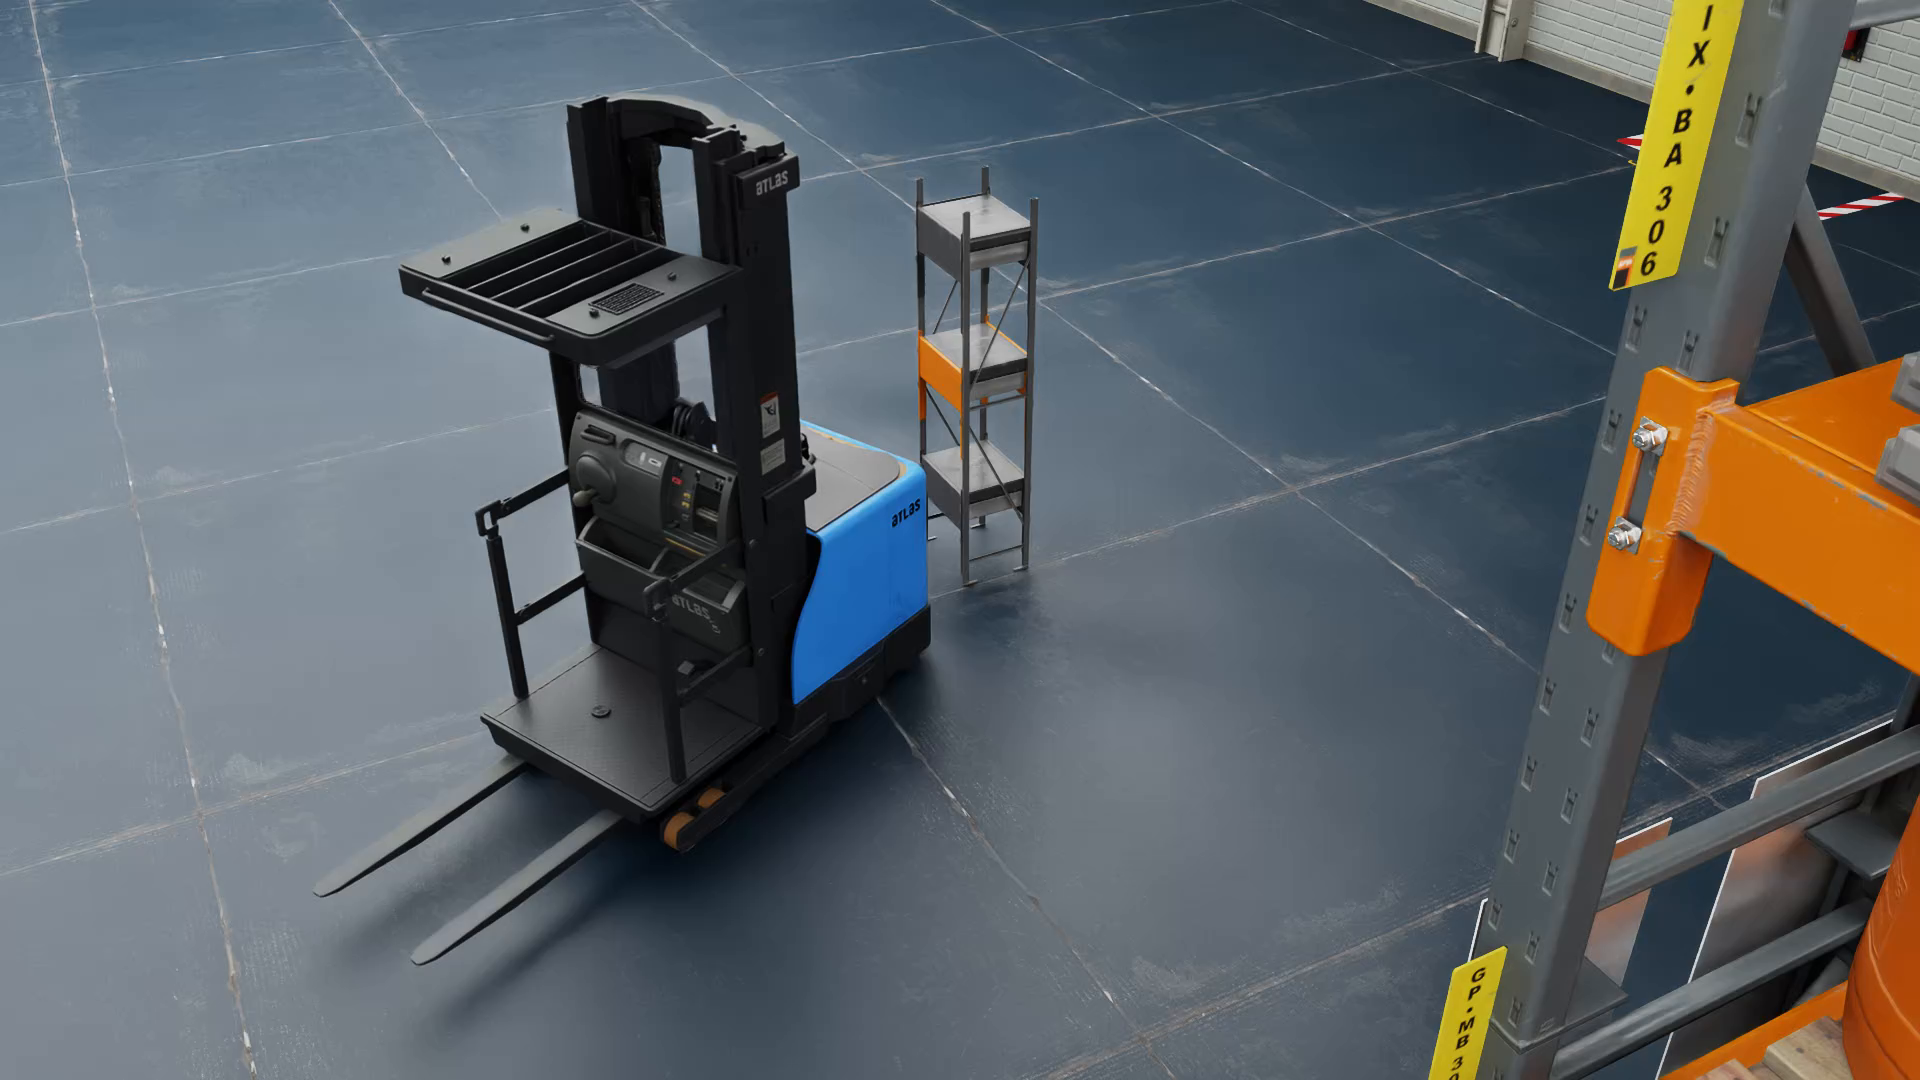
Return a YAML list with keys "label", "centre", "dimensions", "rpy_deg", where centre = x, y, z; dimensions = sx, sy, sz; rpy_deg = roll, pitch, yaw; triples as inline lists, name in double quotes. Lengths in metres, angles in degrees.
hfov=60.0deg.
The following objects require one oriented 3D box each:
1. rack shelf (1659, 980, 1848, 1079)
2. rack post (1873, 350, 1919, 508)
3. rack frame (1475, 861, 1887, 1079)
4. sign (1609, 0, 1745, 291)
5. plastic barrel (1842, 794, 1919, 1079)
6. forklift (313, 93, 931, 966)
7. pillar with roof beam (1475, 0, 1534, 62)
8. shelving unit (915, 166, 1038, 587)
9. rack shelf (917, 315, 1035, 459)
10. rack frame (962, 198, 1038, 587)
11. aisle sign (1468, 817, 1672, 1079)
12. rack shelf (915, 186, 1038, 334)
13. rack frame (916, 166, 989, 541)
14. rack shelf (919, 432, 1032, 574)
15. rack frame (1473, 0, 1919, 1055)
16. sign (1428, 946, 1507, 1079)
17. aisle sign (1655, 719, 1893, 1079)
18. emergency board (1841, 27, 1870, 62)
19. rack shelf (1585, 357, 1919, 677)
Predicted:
- label: "rack shelf"
  centre: [2.181, 1.872, 1.434]
  dimensions: [1.077, 0.370, 4.000]
  rpy_deg: [-16, 36, -23]
- label: "rack post"
  centre: [1.489, -0.045, 1.442]
  dimensions: [0.937, 0.300, 0.954]
  rpy_deg: [-12, 35, -18]
- label: "rack frame"
  centre: [1.249, 1.878, 3.539]
  dimensions: [1.000, 3.000, 0.127]
  rpy_deg: [-16, 36, -23]
- label: "sign"
  centre: [0.760, -0.424, 1.764]
  dimensions: [0.100, 0.325, 0.005]
  rpy_deg: [-16, 36, -23]
- label: "plastic barrel"
  centre: [1.588, 0.457, 2.188]
  dimensions: [0.600, 0.830, 0.708]
  rpy_deg: [-16, 36, -23]
- label: "forklift"
  centre: [-1.423, -0.194, 6.835]
  dimensions: [1.130, 2.935, 3.031]
  rpy_deg: [22, 39, 30]
- label: "pillar with roof beam"
  centre: [1.701, -7.668, 12.876]
  dimensions: [9.100, 9.000, 0.400]
  rpy_deg: [-16, 36, -23]
- label: "shelving unit"
  centre: [0.077, -0.805, 8.560]
  dimensions: [0.431, 2.100, 0.503]
  rpy_deg: [-16, 36, -23]
- label: "rack shelf"
  centre: [0.077, -0.794, 8.568]
  dimensions: [0.431, 0.518, 0.480]
  rpy_deg: [-16, 36, -23]
- label: "rack frame"
  centre: [0.191, -0.689, 8.379]
  dimensions: [0.400, 2.100, 0.015]
  rpy_deg: [-16, 36, -23]
- label: "aisle sign"
  centre: [0.956, 0.822, 2.776]
  dimensions: [0.394, 0.787, 0.004]
  rpy_deg: [-16, 36, -23]
- label: "rack shelf"
  centre: [0.077, -1.383, 8.190]
  dimensions: [0.431, 0.518, 0.480]
  rpy_deg: [-16, 36, -23]
- label: "rack frame"
  centre: [-0.037, -0.922, 8.742]
  dimensions: [0.400, 2.100, 0.015]
  rpy_deg: [-16, 36, -23]
- label: "rack shelf"
  centre: [0.077, -0.204, 8.945]
  dimensions: [0.431, 0.518, 0.480]
  rpy_deg: [-16, 36, -23]
- label: "rack frame"
  centre: [1.249, -0.648, 1.920]
  dimensions: [1.000, 3.000, 0.127]
  rpy_deg: [-16, 36, -23]
- label: "sign"
  centre: [0.760, 0.747, 2.514]
  dimensions: [0.100, 0.325, 0.005]
  rpy_deg: [-16, 36, -23]
- label: "aisle sign"
  centre: [1.478, 0.674, 3.007]
  dimensions: [0.394, 0.787, 0.004]
  rpy_deg: [-16, 36, -23]
- label: "emergency board"
  centre: [7.189, -4.550, 13.571]
  dimensions: [0.194, 1.169, 0.643]
  rpy_deg: [-16, 36, -23]
- label: "rack shelf"
  centre: [2.181, 0.777, 0.732]
  dimensions: [1.077, 0.370, 4.000]
  rpy_deg: [-16, 36, -23]
